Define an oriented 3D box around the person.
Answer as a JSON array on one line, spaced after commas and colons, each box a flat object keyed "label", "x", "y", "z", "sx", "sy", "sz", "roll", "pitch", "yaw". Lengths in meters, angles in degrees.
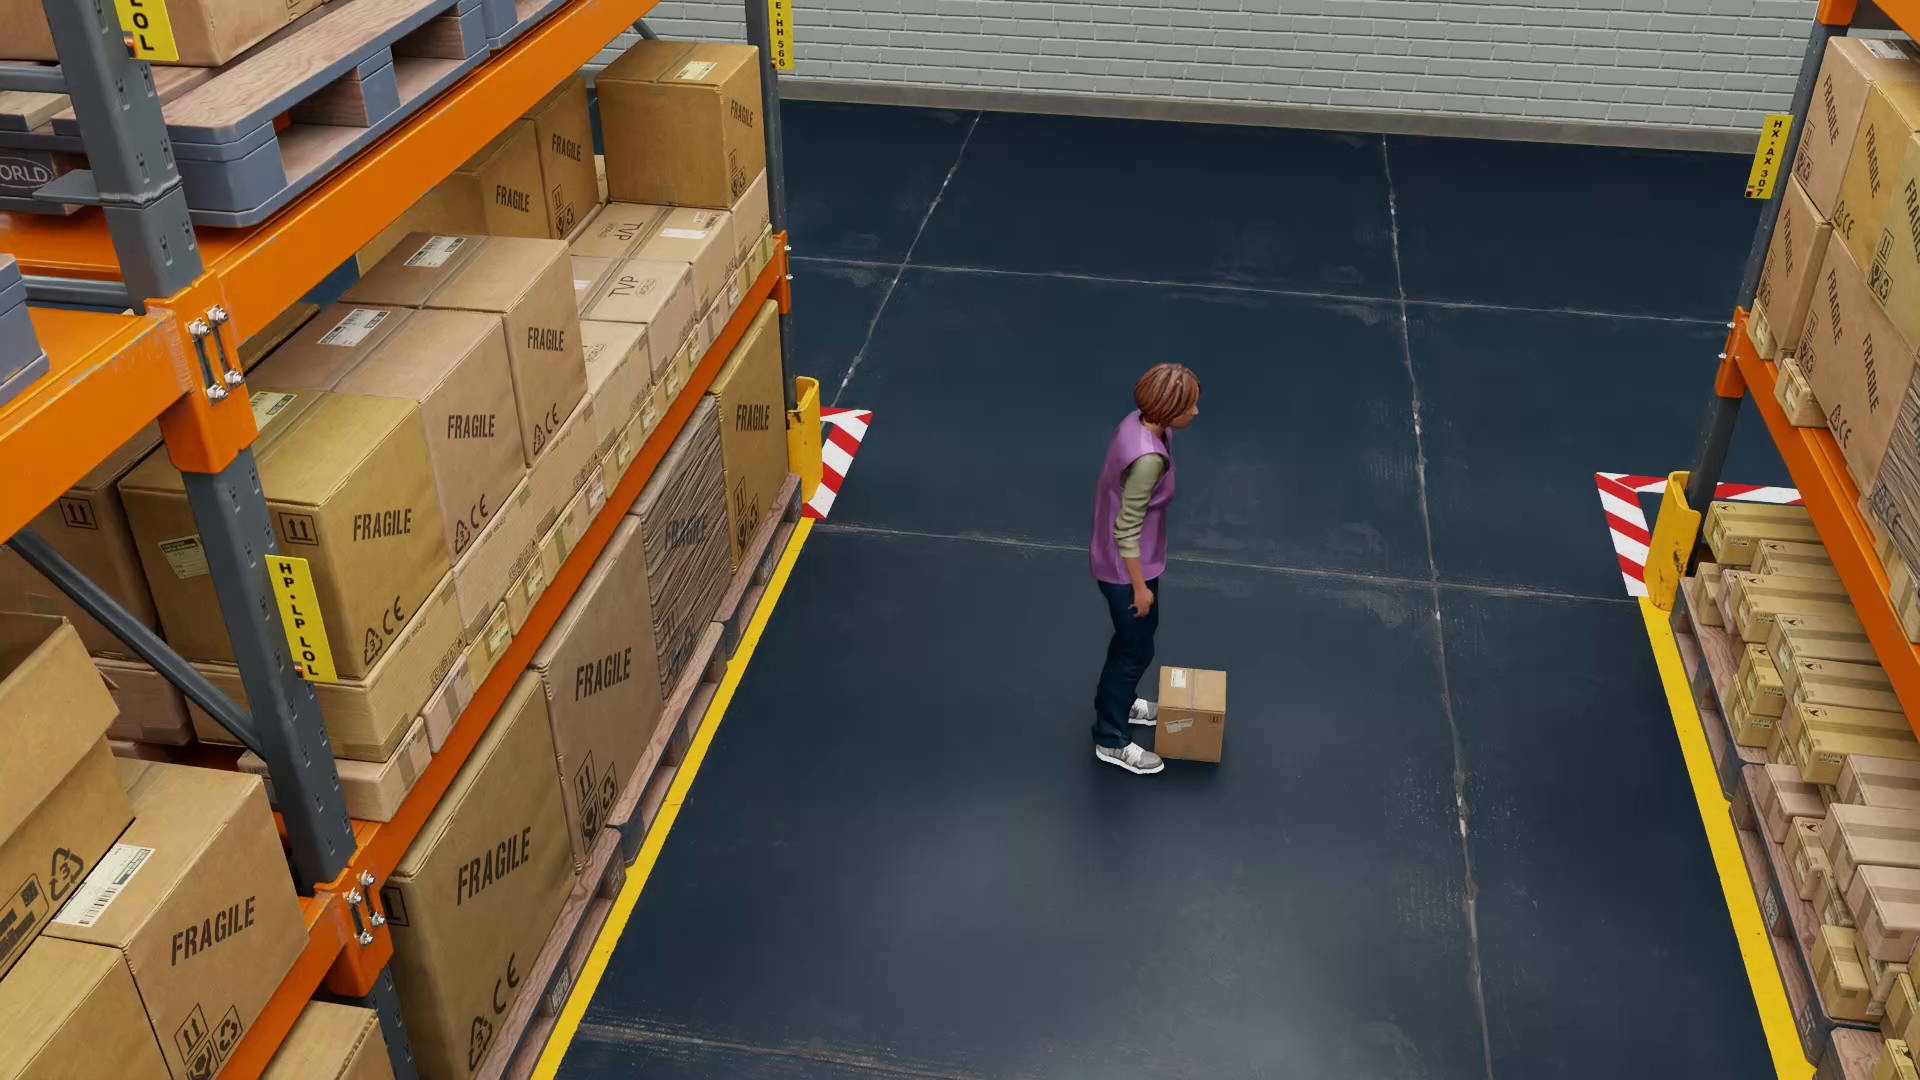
[{"label": "person", "x": 0.642, "y": 0.086, "z": 6.017, "sx": 0.349, "sy": 1.592, "sz": 0.467, "roll": 5, "pitch": 33, "yaw": 8}]
